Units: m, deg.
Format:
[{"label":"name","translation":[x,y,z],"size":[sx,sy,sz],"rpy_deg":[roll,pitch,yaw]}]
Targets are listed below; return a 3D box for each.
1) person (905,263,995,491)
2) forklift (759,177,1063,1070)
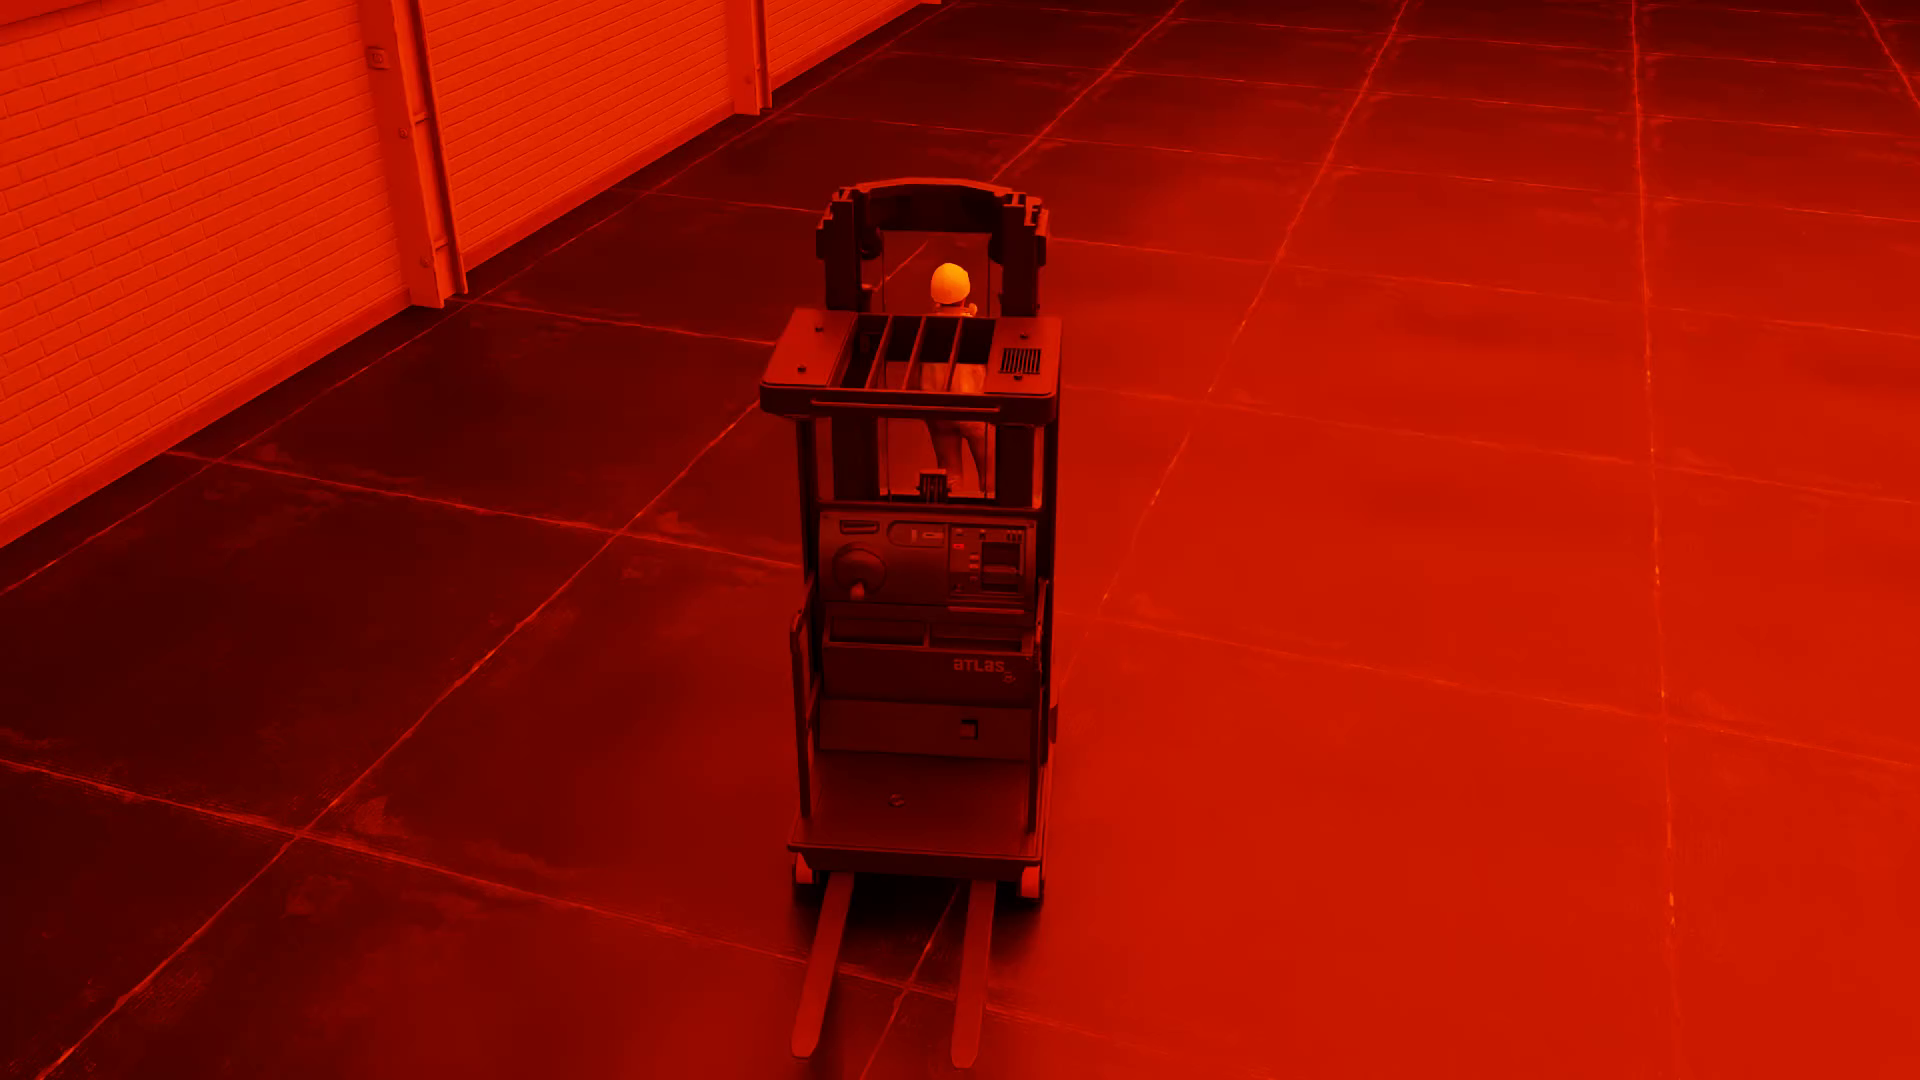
[{"label":"person","translation":[0.027,-0.805,9.703],"size":[0.634,1.775,0.566],"rpy_deg":[10,31,16]},{"label":"forklift","translation":[-0.157,0.129,6.910],"size":[1.130,2.935,3.031],"rpy_deg":[3,30,5]}]
